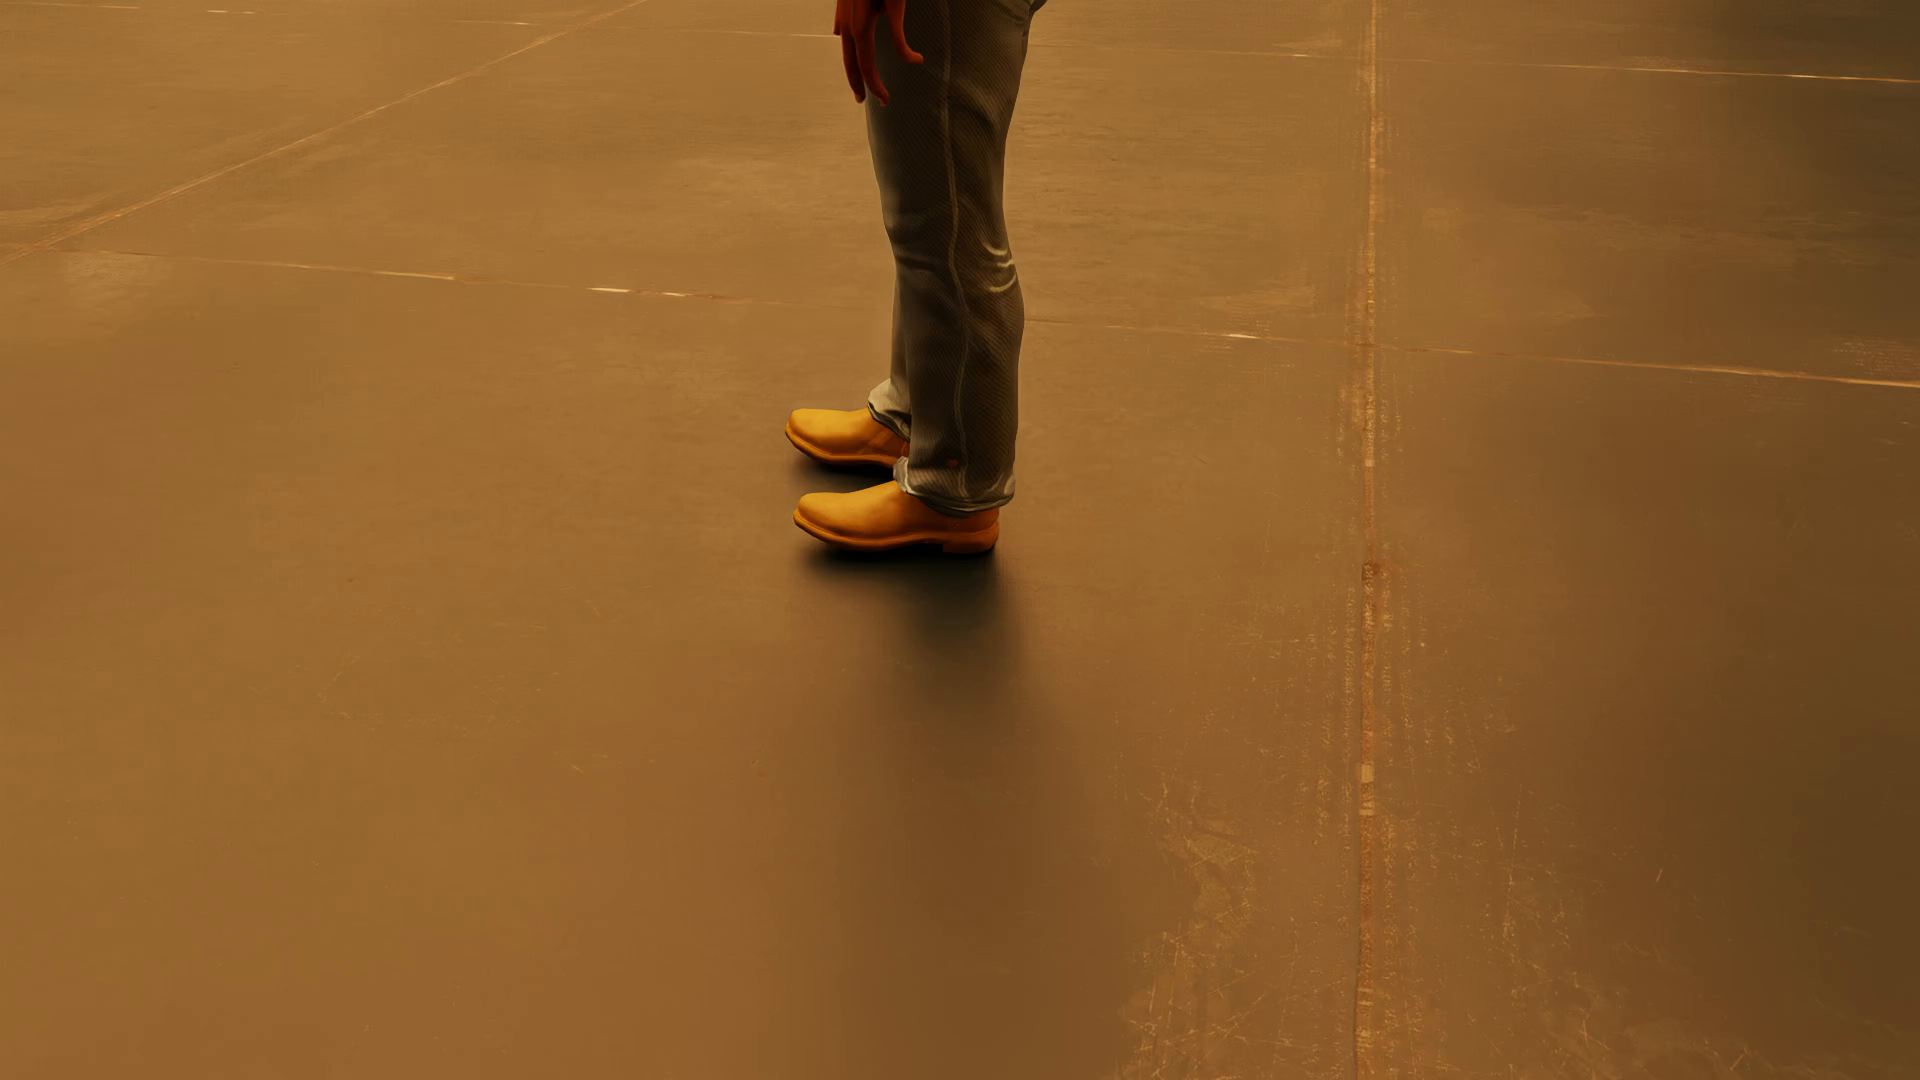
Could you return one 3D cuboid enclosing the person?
[{"bbox_3d":[-0.066,-0.805,2.118,0.577,1.765,0.665,6,27,11],"label":"person"}]
